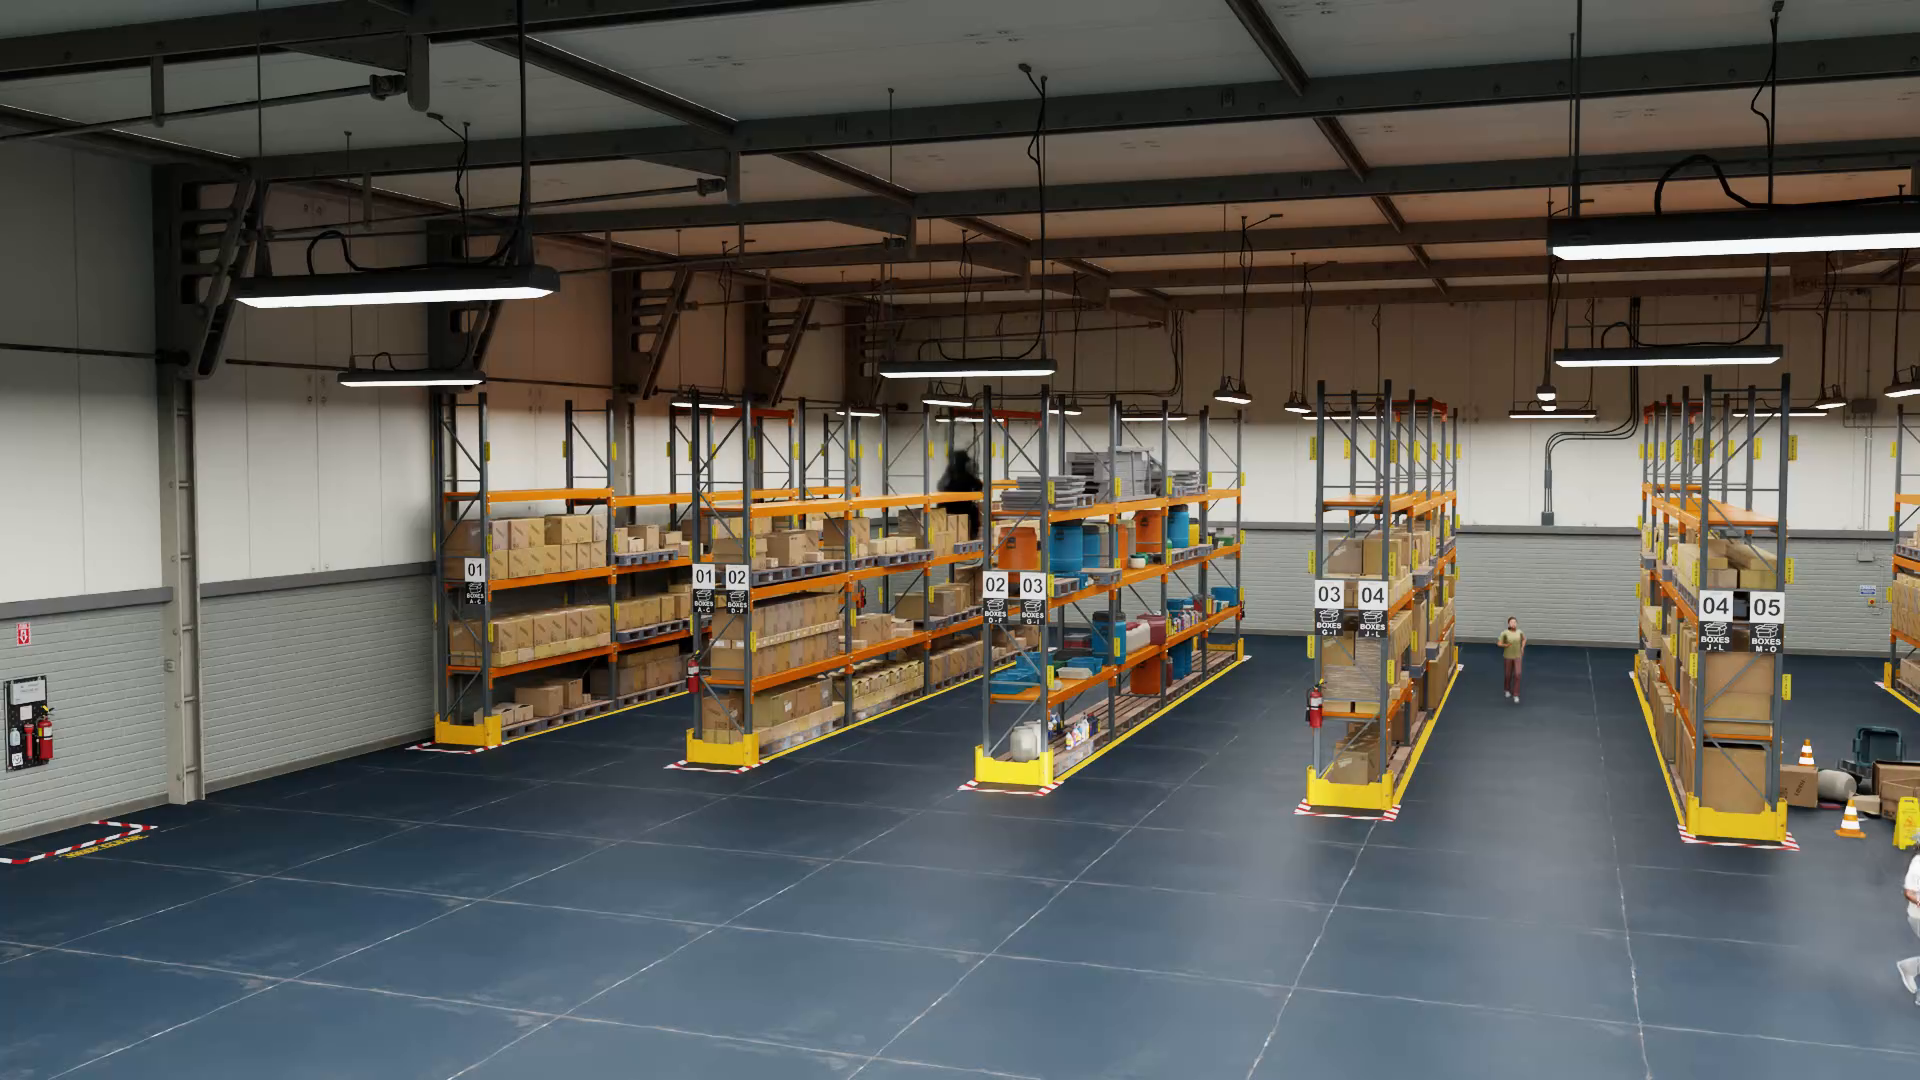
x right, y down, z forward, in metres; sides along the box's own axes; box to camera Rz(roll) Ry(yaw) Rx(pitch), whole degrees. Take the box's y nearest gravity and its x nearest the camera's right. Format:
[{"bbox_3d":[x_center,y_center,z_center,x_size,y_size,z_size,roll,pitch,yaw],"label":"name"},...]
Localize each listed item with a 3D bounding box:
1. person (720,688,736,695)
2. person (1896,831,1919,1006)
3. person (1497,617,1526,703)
[{"bbox_3d":[-4.233,2.598,30.242,0.541,1.568,0.604,1,3,16],"label":"person"},{"bbox_3d":[8.697,3.378,14.936,0.573,1.650,0.583,-2,4,-38],"label":"person"},{"bbox_3d":[11.026,2.366,33.194,0.580,1.664,0.908,1,3,9],"label":"person"}]
